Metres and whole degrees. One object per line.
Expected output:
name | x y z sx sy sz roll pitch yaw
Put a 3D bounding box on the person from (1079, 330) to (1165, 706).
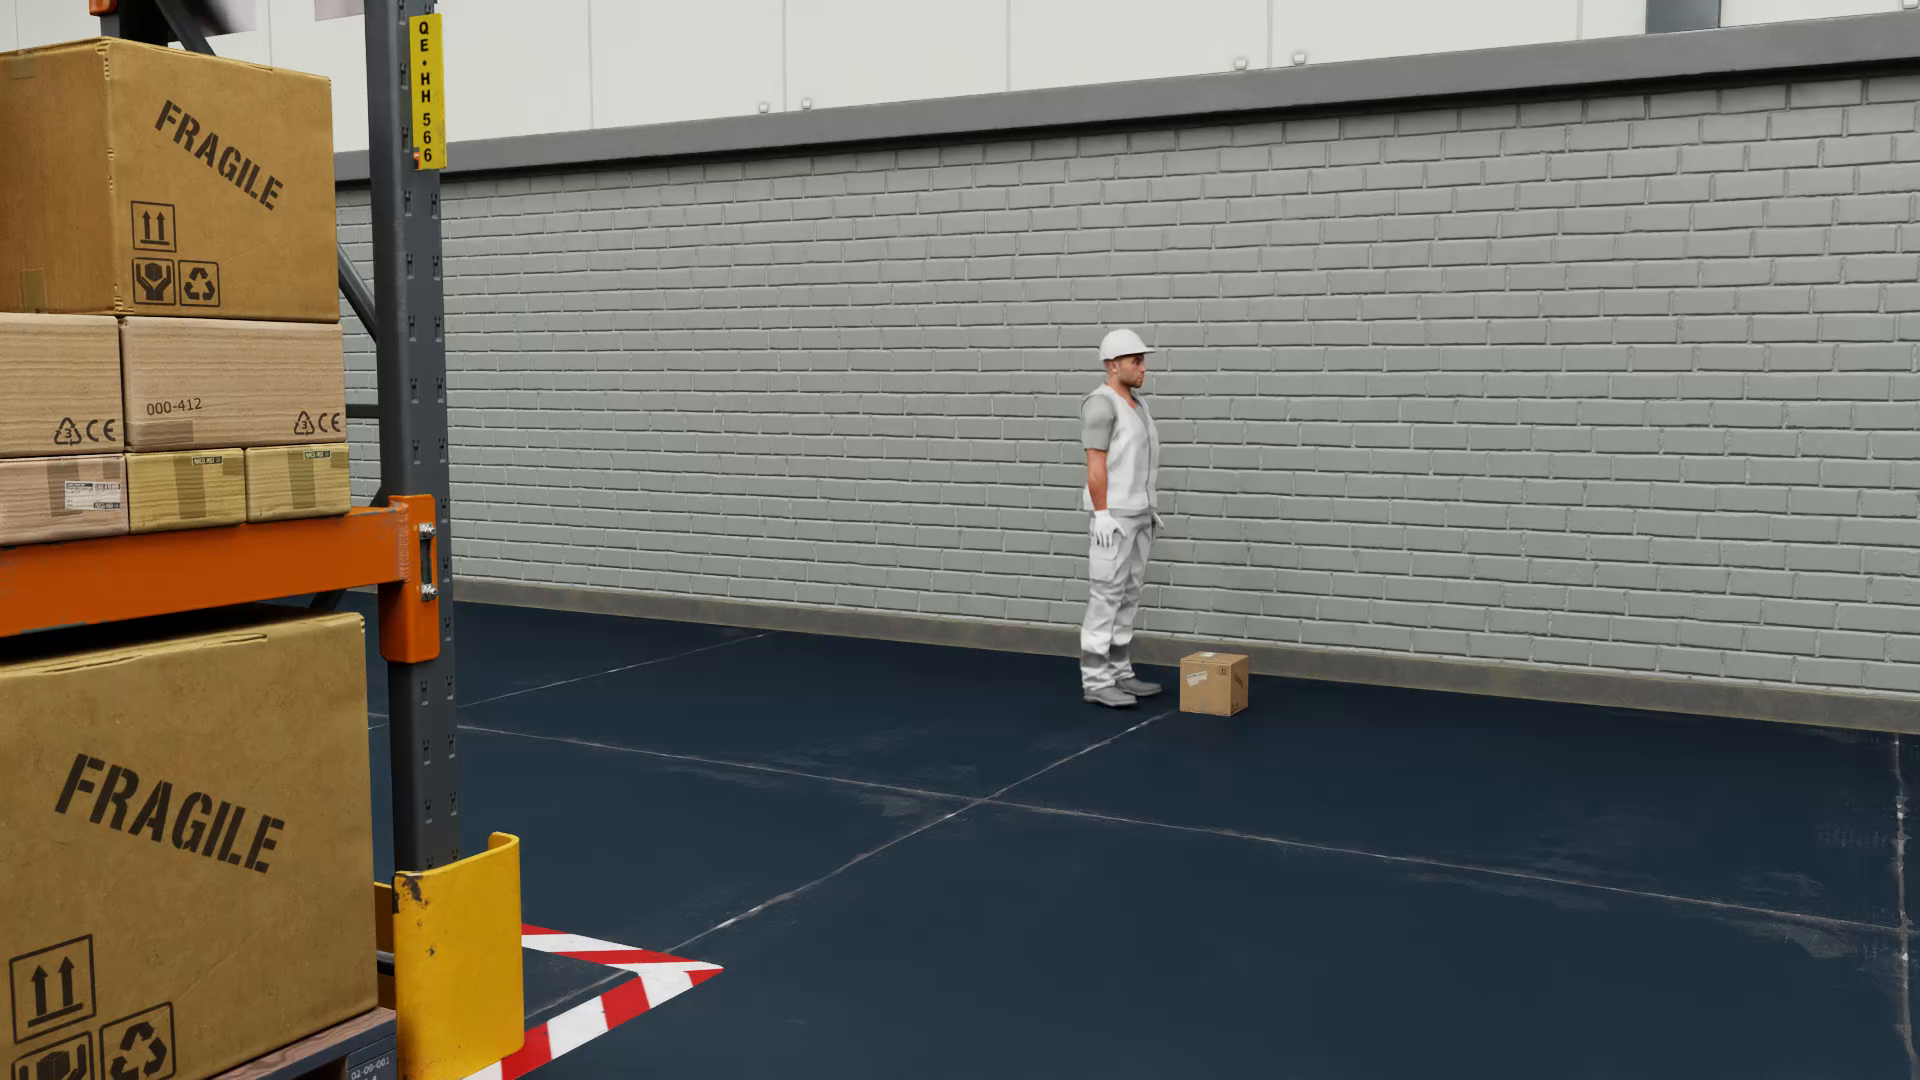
person | 0.786 -0.114 8.035 0.332 1.790 0.529 3 7 30
